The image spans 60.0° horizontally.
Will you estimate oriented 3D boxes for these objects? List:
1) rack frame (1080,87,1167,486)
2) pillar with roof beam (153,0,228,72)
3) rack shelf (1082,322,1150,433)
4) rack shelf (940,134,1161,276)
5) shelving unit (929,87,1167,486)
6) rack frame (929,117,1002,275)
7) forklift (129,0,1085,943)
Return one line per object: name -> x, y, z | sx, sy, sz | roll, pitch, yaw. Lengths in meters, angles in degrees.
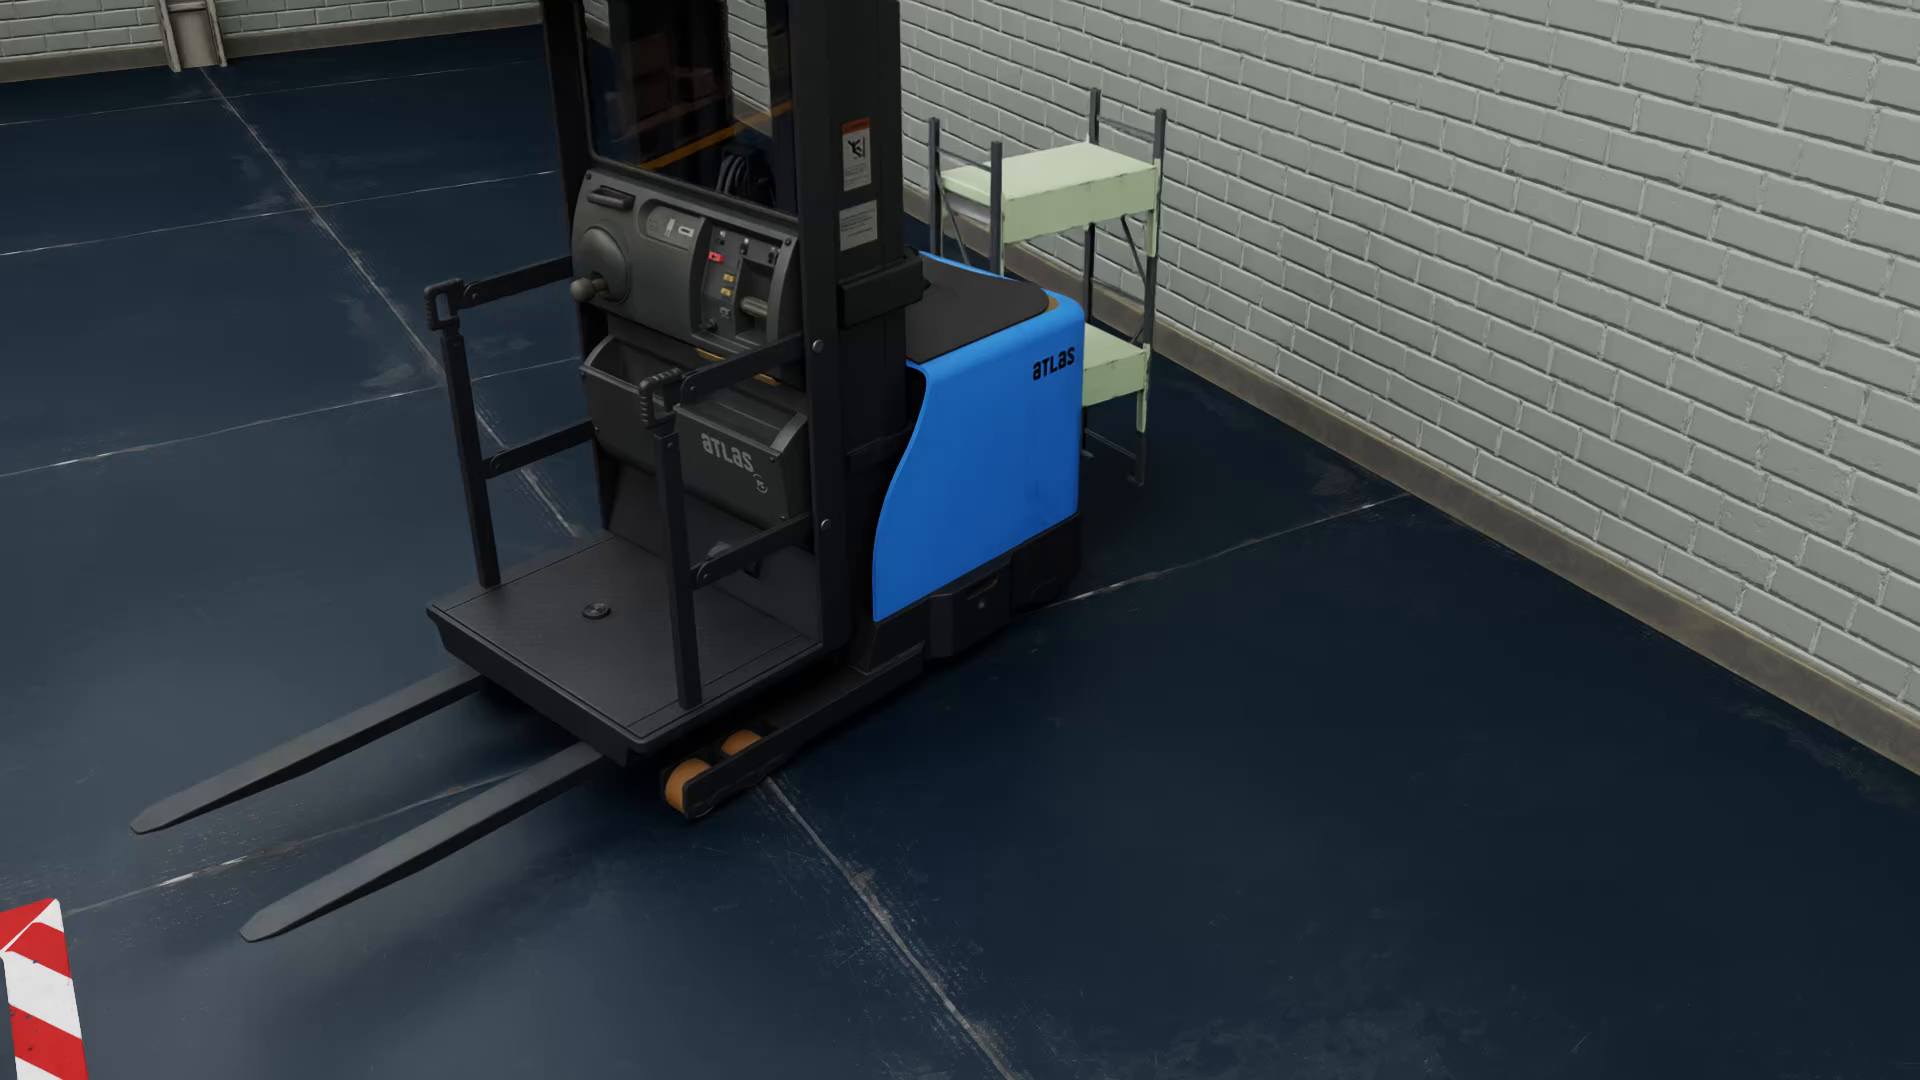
rack frame -> 0.612, -0.953, 6.425 | 0.023, 1.500, 0.400 | -19, 34, -31
pillar with roof beam -> -3.757, -5.848, 7.533 | 0.400, 9.000, 9.100 | -16, 33, -26
rack shelf -> 0.314, -0.565, 6.396 | 0.720, 0.370, 0.431 | -19, 34, -31
rack shelf -> 0.314, -1.192, 6.050 | 0.720, 0.370, 0.431 | -19, 34, -31
shelving unit -> 0.314, -0.851, 6.239 | 0.755, 1.500, 0.431 | -19, 34, -31
rack frame -> 0.016, -0.748, 6.052 | 0.023, 1.500, 0.400 | -19, 34, -31
forklift -> -0.940, -0.761, 4.596 | 1.130, 2.935, 3.031 | 24, 37, 36
